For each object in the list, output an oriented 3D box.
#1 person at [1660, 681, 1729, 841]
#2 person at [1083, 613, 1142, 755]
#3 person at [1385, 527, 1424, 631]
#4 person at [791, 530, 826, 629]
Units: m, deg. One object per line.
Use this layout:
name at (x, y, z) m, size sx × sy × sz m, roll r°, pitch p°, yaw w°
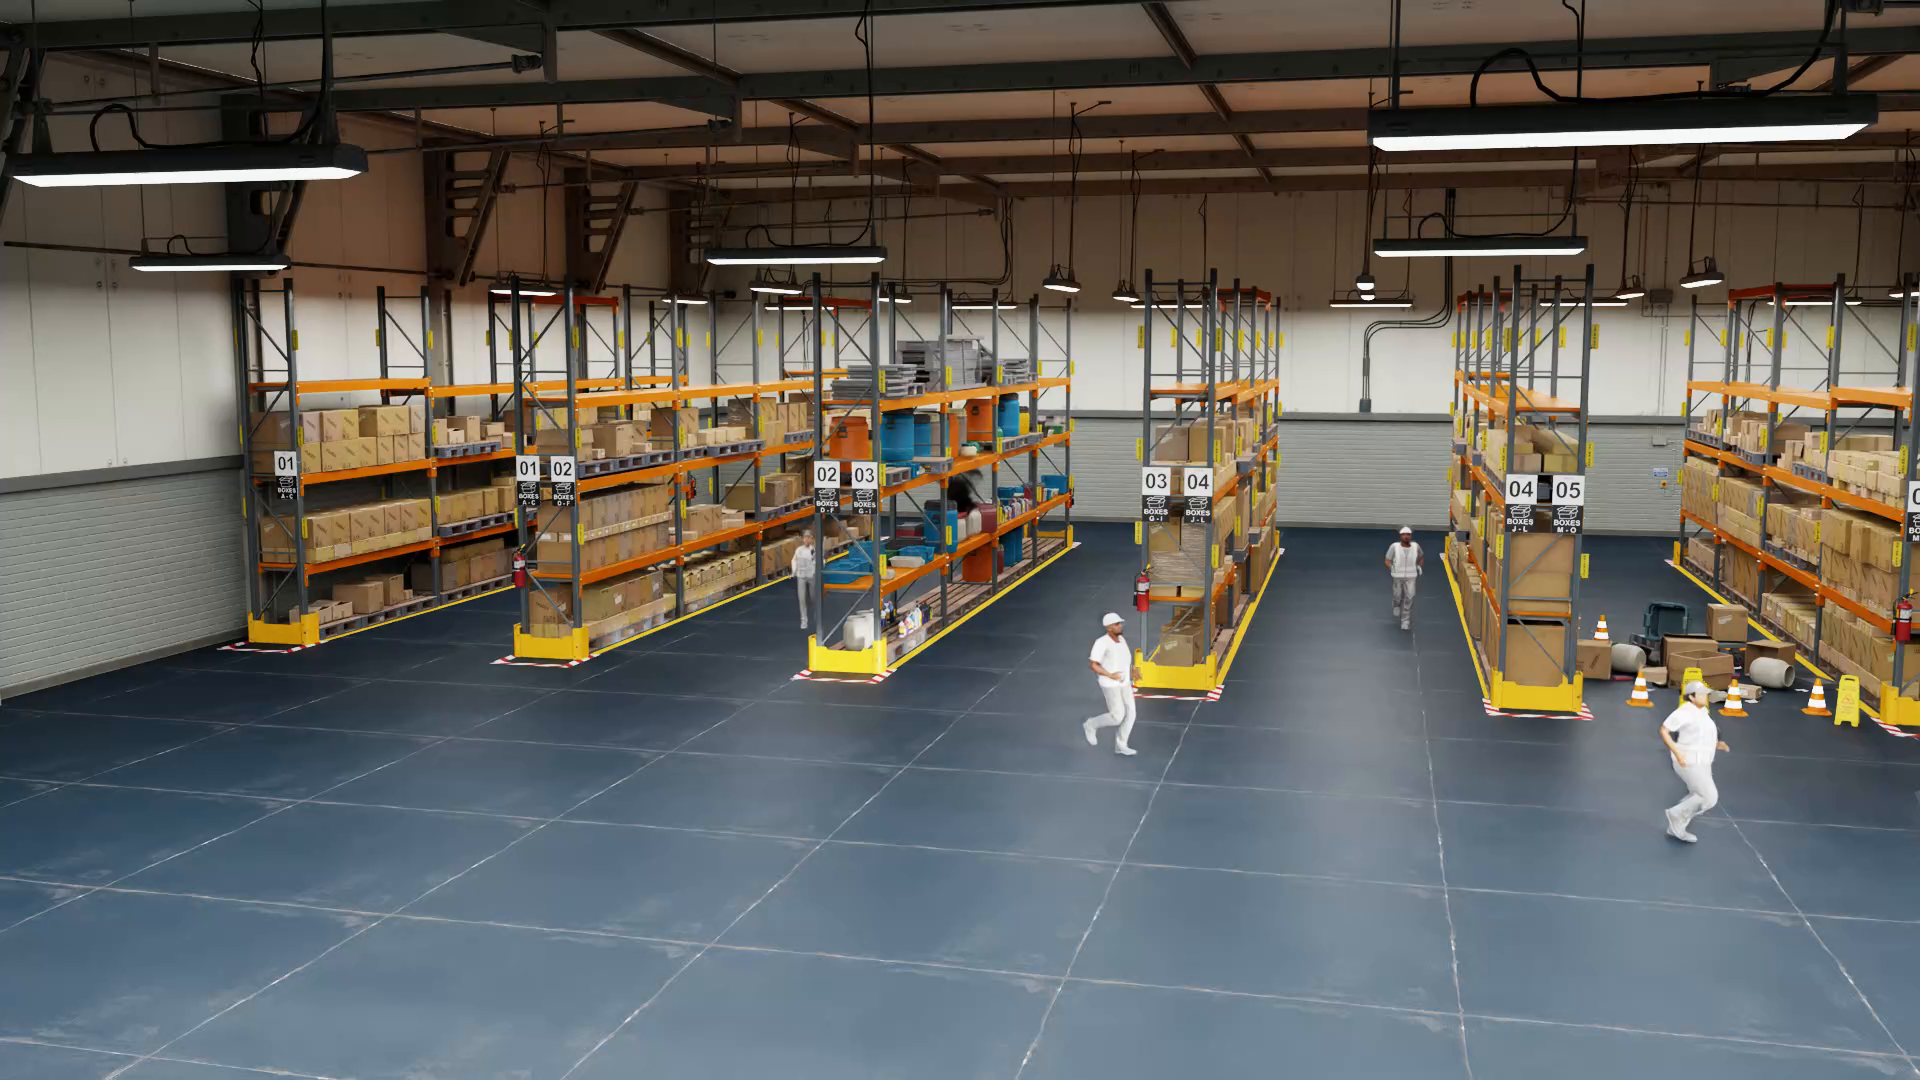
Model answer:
person at (7.340, 2.214, 16.548) m, size 0.593 × 1.626 × 0.574 m, roll -6°, pitch 9°, yaw -43°
person at (1.852, 1.736, 20.189) m, size 0.684 × 1.720 × 0.706 m, roll 5°, pitch 9°, yaw 38°
person at (7.764, 0.652, 29.035) m, size 0.681 × 1.766 × 0.878 m, roll 1°, pitch 7°, yaw 8°
person at (-2.610, 0.648, 28.507) m, size 0.626 × 1.664 × 0.814 m, roll 1°, pitch 7°, yaw 6°
